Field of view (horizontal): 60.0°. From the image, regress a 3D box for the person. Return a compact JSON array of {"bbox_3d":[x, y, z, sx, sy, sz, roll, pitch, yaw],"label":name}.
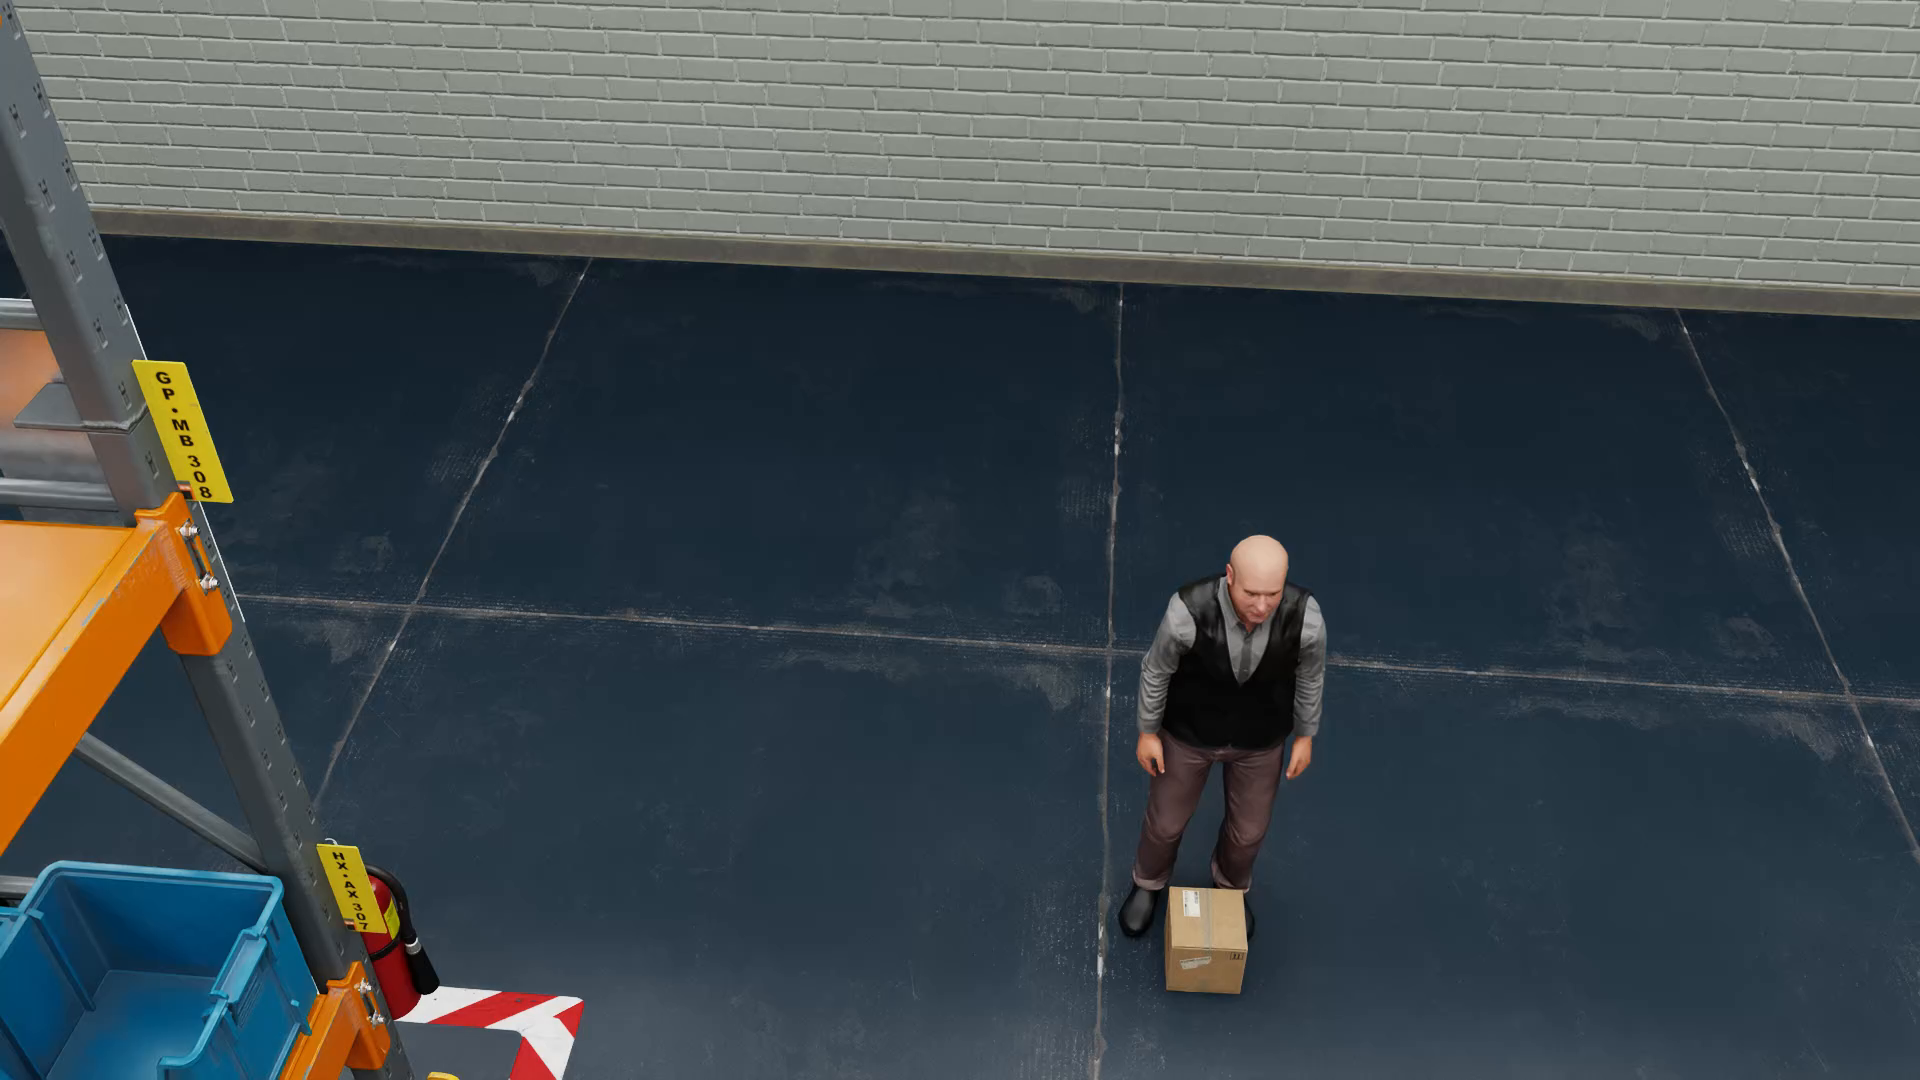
[{"bbox_3d":[0.857,0.624,5.425,0.588,1.721,0.413,2,40,3],"label":"person"}]
